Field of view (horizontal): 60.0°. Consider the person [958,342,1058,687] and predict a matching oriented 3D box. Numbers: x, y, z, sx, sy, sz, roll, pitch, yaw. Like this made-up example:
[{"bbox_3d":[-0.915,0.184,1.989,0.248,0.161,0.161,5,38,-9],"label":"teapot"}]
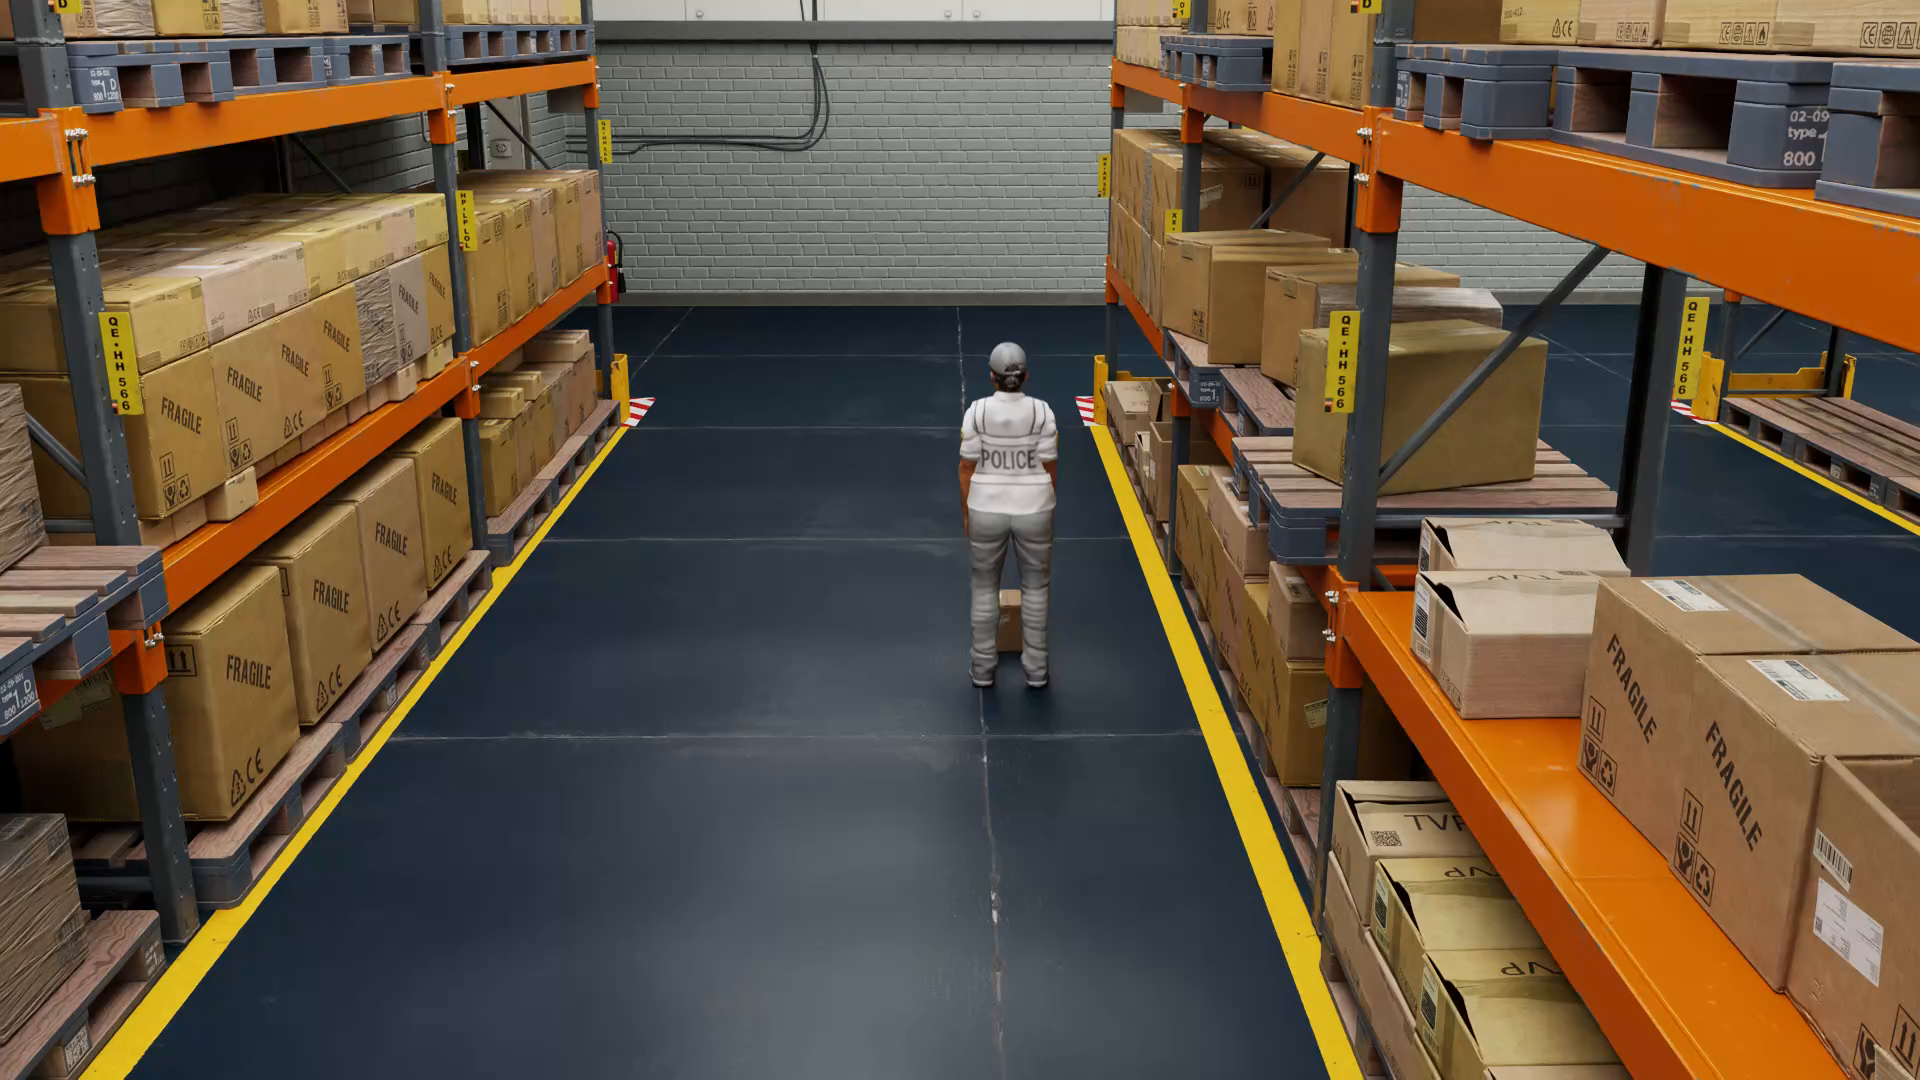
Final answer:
[{"bbox_3d":[0.227,-0.120,7.936,0.468,1.663,0.374,0,17,1],"label":"person"}]
